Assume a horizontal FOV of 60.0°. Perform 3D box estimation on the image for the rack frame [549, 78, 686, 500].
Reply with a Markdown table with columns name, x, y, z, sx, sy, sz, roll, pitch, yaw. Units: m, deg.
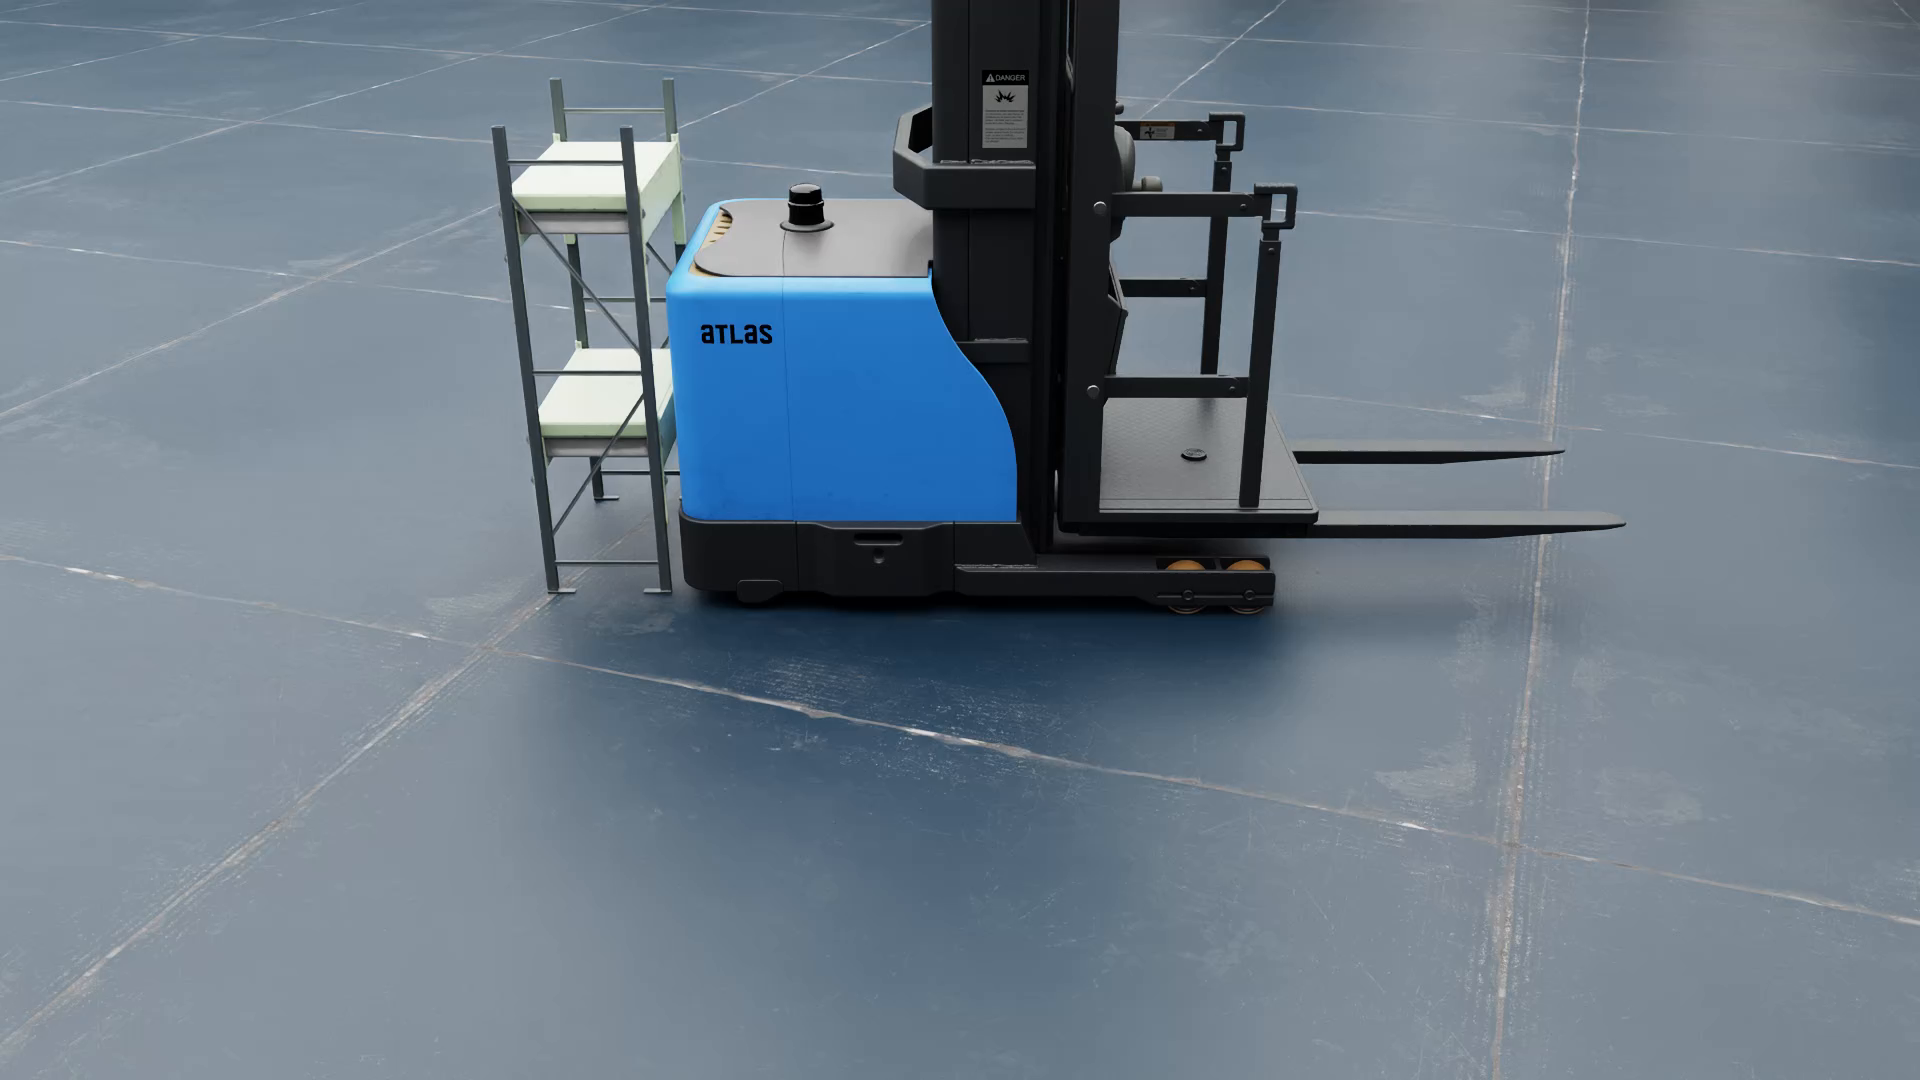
| name | x | y | z | sx | sy | sz | roll | pitch | yaw |
| --- | --- | --- | --- | --- | --- | --- | --- | --- | --- |
| rack frame | -1.133 | -0.824 | 5.732 | 0.400 | 1.500 | 0.023 | 0 | 26 | 0 |

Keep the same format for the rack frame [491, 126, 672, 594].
| name | x | y | z | sx | sy | sz | roll | pitch | yaw |
| --- | --- | --- | --- | --- | --- | --- | --- | --- | --- |
| rack frame | -1.136 | -0.505 | 5.073 | 0.400 | 1.500 | 0.023 | 0 | 26 | 0 |

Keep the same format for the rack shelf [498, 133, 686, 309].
| name | x | y | z | sx | sy | sz | roll | pitch | yaw |
| --- | --- | --- | --- | --- | --- | --- | --- | --- | --- |
| rack shelf | -1.134 | -1.016 | 5.232 | 0.431 | 0.370 | 0.720 | 0 | 26 | 0 |

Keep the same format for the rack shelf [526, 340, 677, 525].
| name | x | y | z | sx | sy | sz | roll | pitch | yaw |
| --- | --- | --- | --- | --- | --- | --- | --- | --- | --- |
| rack shelf | -1.134 | -0.372 | 5.544 | 0.431 | 0.370 | 0.720 | 0 | 26 | 0 |

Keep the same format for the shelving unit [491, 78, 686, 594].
| name | x | y | z | sx | sy | sz | roll | pitch | yaw |
| --- | --- | --- | --- | --- | --- | --- | --- | --- | --- |
| shelving unit | -1.134 | -0.665 | 5.402 | 0.431 | 1.500 | 0.755 | 0 | 26 | 0 |

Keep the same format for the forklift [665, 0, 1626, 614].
| name | x | y | z | sx | sy | sz | roll | pitch | yaw |
| --- | --- | --- | --- | --- | --- | --- | --- | --- | --- |
| forklift | 0.631 | -1.318 | 5.108 | 3.031 | 2.935 | 1.130 | 0 | 26 | 0 |
